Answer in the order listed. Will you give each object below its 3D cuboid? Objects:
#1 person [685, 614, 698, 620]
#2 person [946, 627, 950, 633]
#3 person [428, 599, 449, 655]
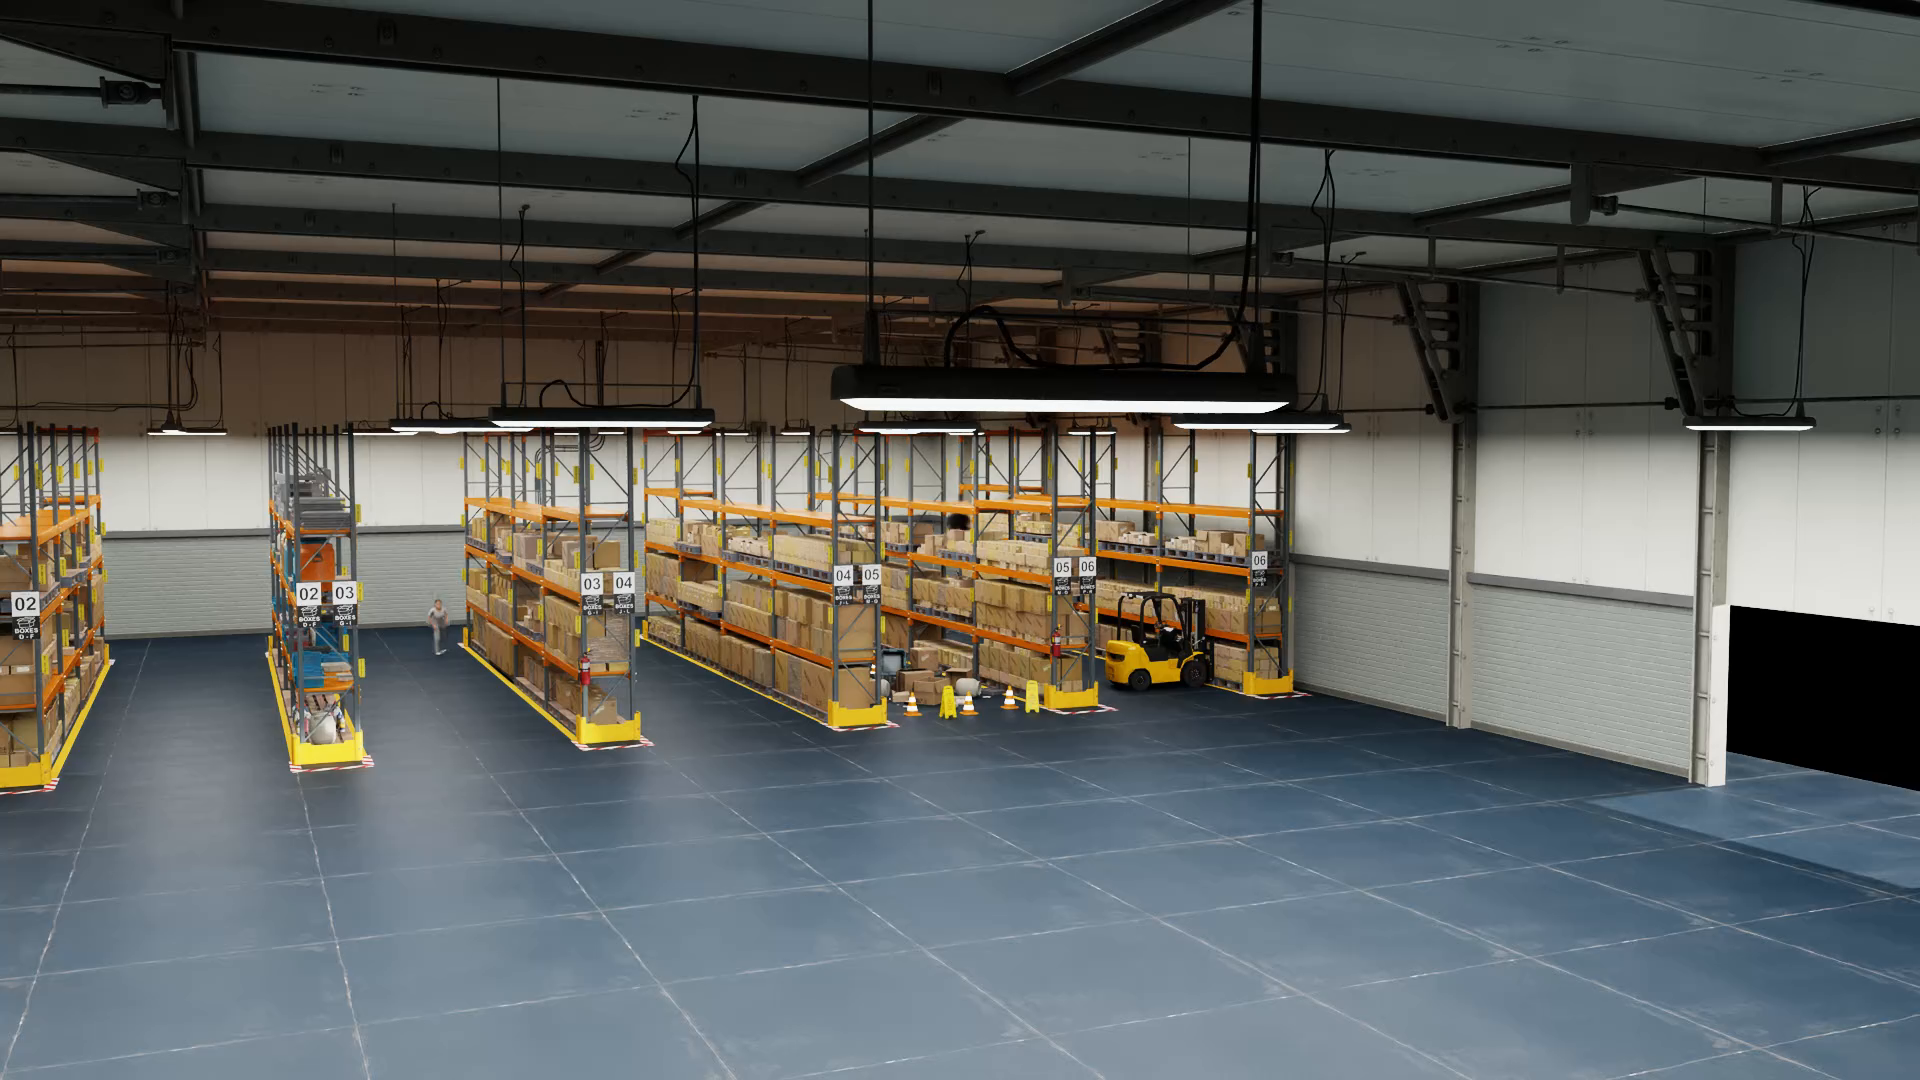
[{"bbox_3d":[-8.181,1.833,49.999,0.691,1.702,0.818,2,4,27],"label":"person"},{"bbox_3d":[-0.437,1.947,48.838,0.558,1.611,0.579,2,4,32],"label":"person"},{"bbox_3d":[-13.769,2.279,43.929,0.621,1.527,0.824,-3,4,-39],"label":"person"}]
